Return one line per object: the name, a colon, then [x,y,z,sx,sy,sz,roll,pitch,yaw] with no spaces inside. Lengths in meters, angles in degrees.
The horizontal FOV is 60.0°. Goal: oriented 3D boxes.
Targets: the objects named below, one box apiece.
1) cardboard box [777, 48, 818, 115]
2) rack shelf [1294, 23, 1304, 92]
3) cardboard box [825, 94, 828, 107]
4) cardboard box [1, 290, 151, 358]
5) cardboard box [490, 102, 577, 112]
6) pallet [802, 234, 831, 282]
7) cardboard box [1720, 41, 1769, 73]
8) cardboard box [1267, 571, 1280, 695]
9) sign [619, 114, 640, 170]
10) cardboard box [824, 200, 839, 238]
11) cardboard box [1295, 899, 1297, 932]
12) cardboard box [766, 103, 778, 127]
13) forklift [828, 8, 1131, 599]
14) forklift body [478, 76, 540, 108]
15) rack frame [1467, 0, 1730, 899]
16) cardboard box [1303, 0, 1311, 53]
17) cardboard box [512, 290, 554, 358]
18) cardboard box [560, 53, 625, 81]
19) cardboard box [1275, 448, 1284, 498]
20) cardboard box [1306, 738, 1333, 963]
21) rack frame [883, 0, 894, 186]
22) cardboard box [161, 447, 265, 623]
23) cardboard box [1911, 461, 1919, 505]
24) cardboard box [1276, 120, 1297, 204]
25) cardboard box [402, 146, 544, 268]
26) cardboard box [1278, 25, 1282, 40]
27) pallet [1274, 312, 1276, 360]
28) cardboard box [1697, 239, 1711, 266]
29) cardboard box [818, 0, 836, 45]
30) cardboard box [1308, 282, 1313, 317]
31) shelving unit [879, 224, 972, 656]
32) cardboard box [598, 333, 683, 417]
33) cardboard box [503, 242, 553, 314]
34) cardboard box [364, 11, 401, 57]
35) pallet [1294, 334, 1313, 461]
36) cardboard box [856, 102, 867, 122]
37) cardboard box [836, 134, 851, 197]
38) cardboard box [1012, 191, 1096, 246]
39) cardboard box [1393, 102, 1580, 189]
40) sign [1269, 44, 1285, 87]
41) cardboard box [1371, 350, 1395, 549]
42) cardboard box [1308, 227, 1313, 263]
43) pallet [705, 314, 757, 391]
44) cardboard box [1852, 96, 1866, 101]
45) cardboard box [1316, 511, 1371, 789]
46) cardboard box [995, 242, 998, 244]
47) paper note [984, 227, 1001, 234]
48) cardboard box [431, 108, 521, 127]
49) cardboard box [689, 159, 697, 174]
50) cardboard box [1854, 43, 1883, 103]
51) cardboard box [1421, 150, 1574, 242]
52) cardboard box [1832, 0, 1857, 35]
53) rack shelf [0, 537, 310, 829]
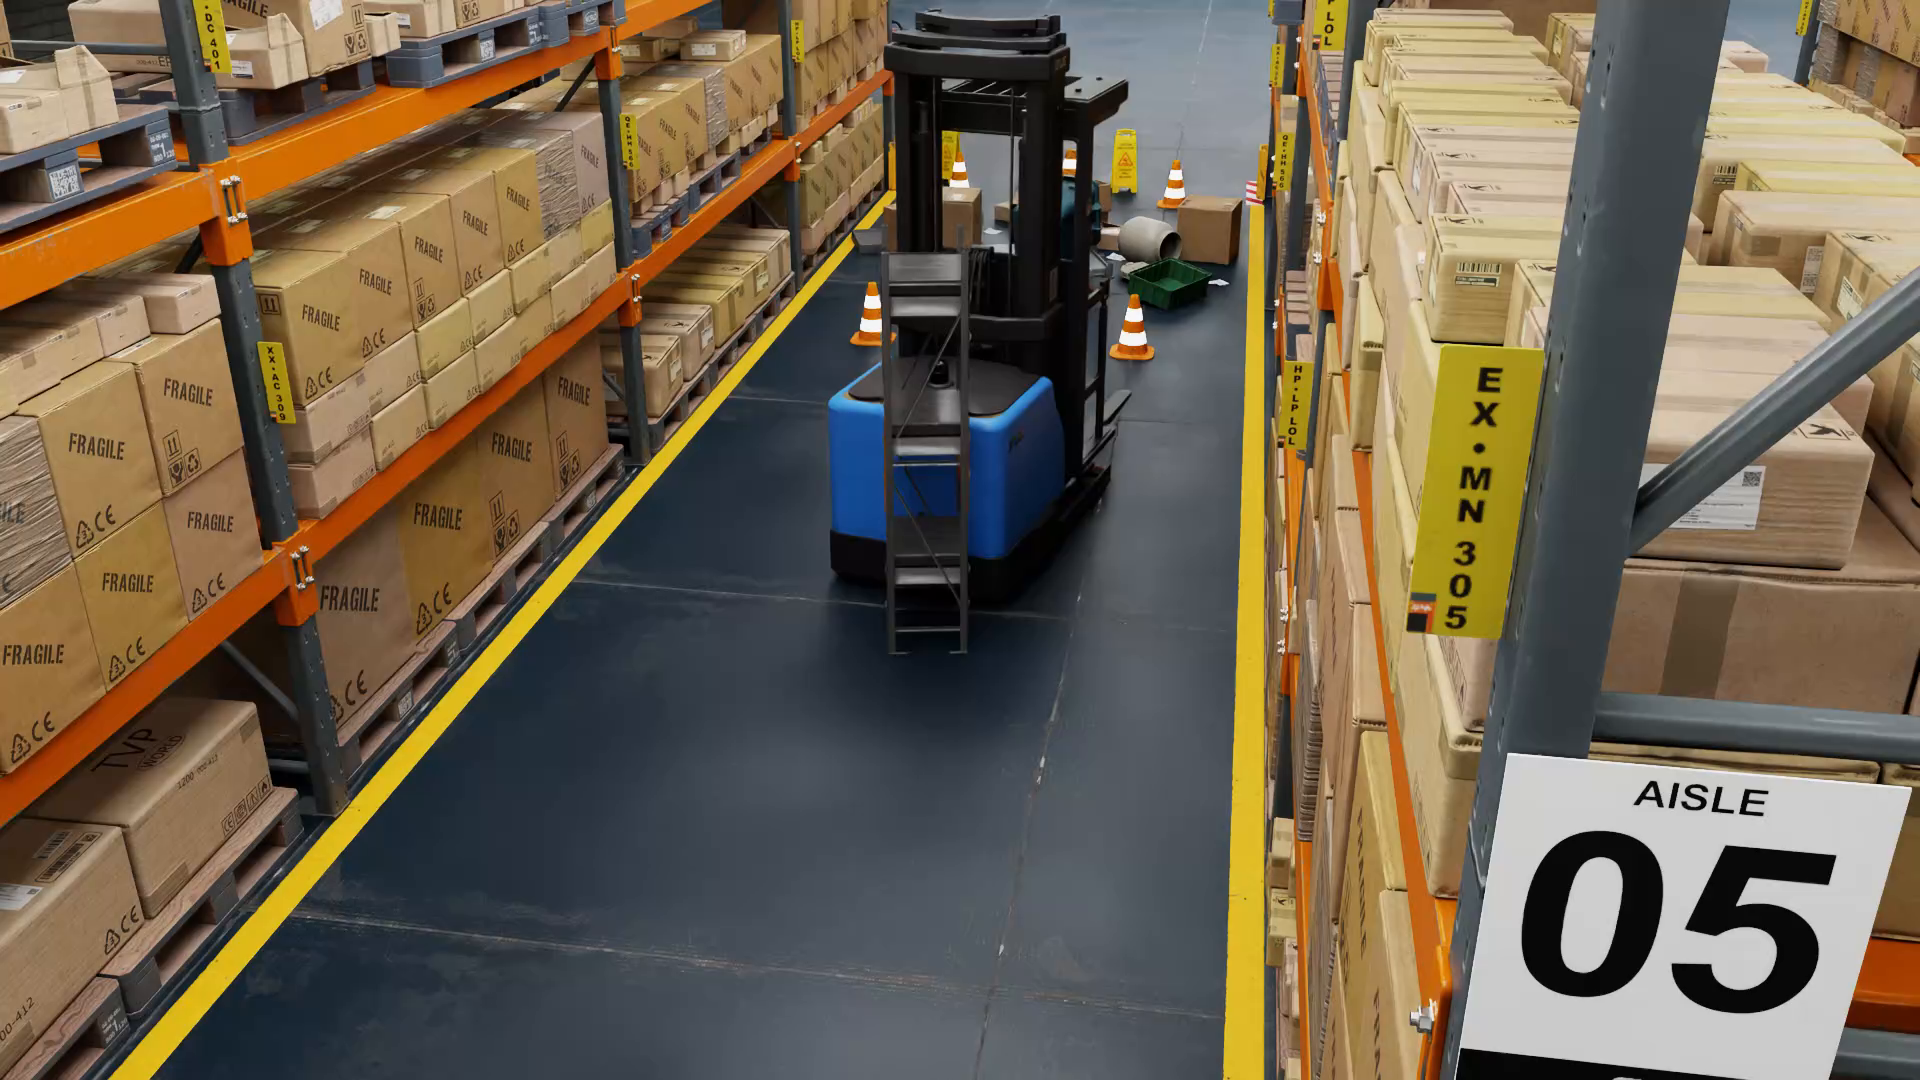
cardboard box: [-1.517,-3.903,14.080,0.500,0.500,0.500,4,25,8]
rack shelf: [2.710,-3.453,10.900,1.077,0.370,4.000,4,25,9]
cardboard box: [-1.405,-3.991,15.034,0.380,0.149,0.250,4,25,8]
cardboard box: [-3.058,-0.750,5.752,0.380,0.149,0.250,5,25,10]
cardboard box: [-2.717,-2.465,10.513,0.500,0.500,0.500,3,25,7]
pallet: [-1.789,-2.578,15.009,1.003,0.211,1.213,4,25,9]
cardboard box: [1.916,-1.243,4.445,0.380,0.149,0.250,4,25,8]
cardboard box: [1.686,0.489,7.620,0.500,0.500,0.500,3,25,7]
sign: [-1.969,-2.372,9.914,0.100,0.325,0.005,4,25,9]
cardboard box: [-1.425,-2.955,15.273,0.500,0.250,0.500,5,26,11]
cardboard box: [1.401,1.296,5.959,0.380,0.149,0.250,4,25,9]
cardboard box: [-1.675,-3.400,13.276,0.380,0.149,0.250,4,25,9]
forklift: [0.300,-1.608,9.728,1.130,2.935,3.031,10,27,20]
forklift body: [-4.618,-4.269,16.334,2.313,2.155,1.214,4,25,9]
rack frame: [1.075,-0.955,1.176,1.000,3.000,0.127,4,25,9]
cardboard box: [2.027,-2.768,8.468,0.500,0.500,0.500,4,25,9]
cardboard box: [-2.510,-1.163,8.874,0.500,0.250,0.500,4,25,8]
cardboard box: [-2.528,-3.253,11.432,0.380,0.149,0.250,3,25,6]
cardboard box: [1.855,-0.292,8.405,0.500,0.250,0.500,4,25,9]
cardboard box: [1.149,0.740,4.161,0.500,0.500,0.500,5,26,11]
rack frame: [-1.210,-5.231,17.387,1.000,3.000,0.127,4,25,9]
cardboard box: [-2.995,-0.046,6.191,0.500,0.500,0.500,4,25,9]
cardboard box: [1.353,-0.056,1.909,0.380,0.149,0.250,4,25,8]
cardboard box: [2.519,-2.681,11.822,0.500,0.500,0.500,4,25,8]
cardboard box: [-2.507,-1.726,8.602,0.500,0.500,0.500,4,25,9]
cardboard box: [3.367,-4.873,15.173,0.875,0.550,0.550,4,25,9]
pallet: [2.985,-1.666,13.061,1.003,0.211,1.213,4,25,9]
cardboard box: [1.582,-0.350,3.008,0.500,0.250,0.500,4,25,9]
cardboard box: [-1.473,-4.572,14.331,0.700,0.500,0.500,4,25,9]
cardboard box: [2.023,-1.262,8.710,0.380,0.149,0.250,5,26,11]
shelving unit: [-0.172,-0.470,8.276,0.431,2.100,0.503,-1,25,-2]
cardboard box: [-2.415,-1.121,11.210,0.950,0.372,0.625,2,25,5]
cardboard box: [-2.489,-1.393,8.775,0.500,0.250,0.500,3,25,7]
cardboard box: [-2.619,-2.160,7.068,0.380,0.166,0.250,2,25,5]
pallet: [2.100,-0.667,7.862,1.003,0.211,1.213,4,25,9]
cardboard box: [-1.122,-4.193,16.268,0.380,0.149,0.250,4,25,9]
cardboard box: [-1.339,-3.512,15.578,0.500,0.500,0.500,5,26,11]
cardboard box: [0.856,-2.860,15.106,0.797,0.637,0.503,4,25,9]
cardboard box: [1.150,-0.847,3.601,0.380,0.149,0.250,3,25,7]
sign: [2.489,-3.723,13.051,0.100,0.325,0.005,4,25,9]
cardboard box: [1.059,-0.158,3.188,0.500,0.250,0.500,5,26,11]
cardboard box: [2.106,-1.607,9.096,0.380,0.149,0.250,5,26,11]
pallet: [-2.186,-1.458,12.615,1.003,0.211,1.213,4,25,9]
cardboard box: [8.087,-3.805,14.636,0.380,0.149,0.250,4,25,9]
cardboard box: [1.147,0.269,3.989,0.500,0.500,0.500,3,25,7]
cardboard box: [0.387,-2.512,14.803,0.258,0.266,0.396,-14,29,-27]
paper note: [0.313,-3.003,16.143,0.148,0.019,0.142,13,28,26]
cardboard box: [-2.839,-2.194,9.601,0.500,0.500,0.500,3,25,7]
cardboard box: [-2.076,-2.652,11.679,0.380,0.149,0.250,5,26,11]
cardboard box: [8.362,-4.073,14.444,0.875,0.500,0.500,4,25,9]
cardboard box: [1.080,-0.629,3.134,0.380,0.149,0.250,5,25,10]
cardboard box: [8.119,-4.757,14.727,0.500,0.500,0.500,4,25,9]
rack shelf: [-3.498,0.950,5.030,1.077,0.370,4.000,4,25,9]
